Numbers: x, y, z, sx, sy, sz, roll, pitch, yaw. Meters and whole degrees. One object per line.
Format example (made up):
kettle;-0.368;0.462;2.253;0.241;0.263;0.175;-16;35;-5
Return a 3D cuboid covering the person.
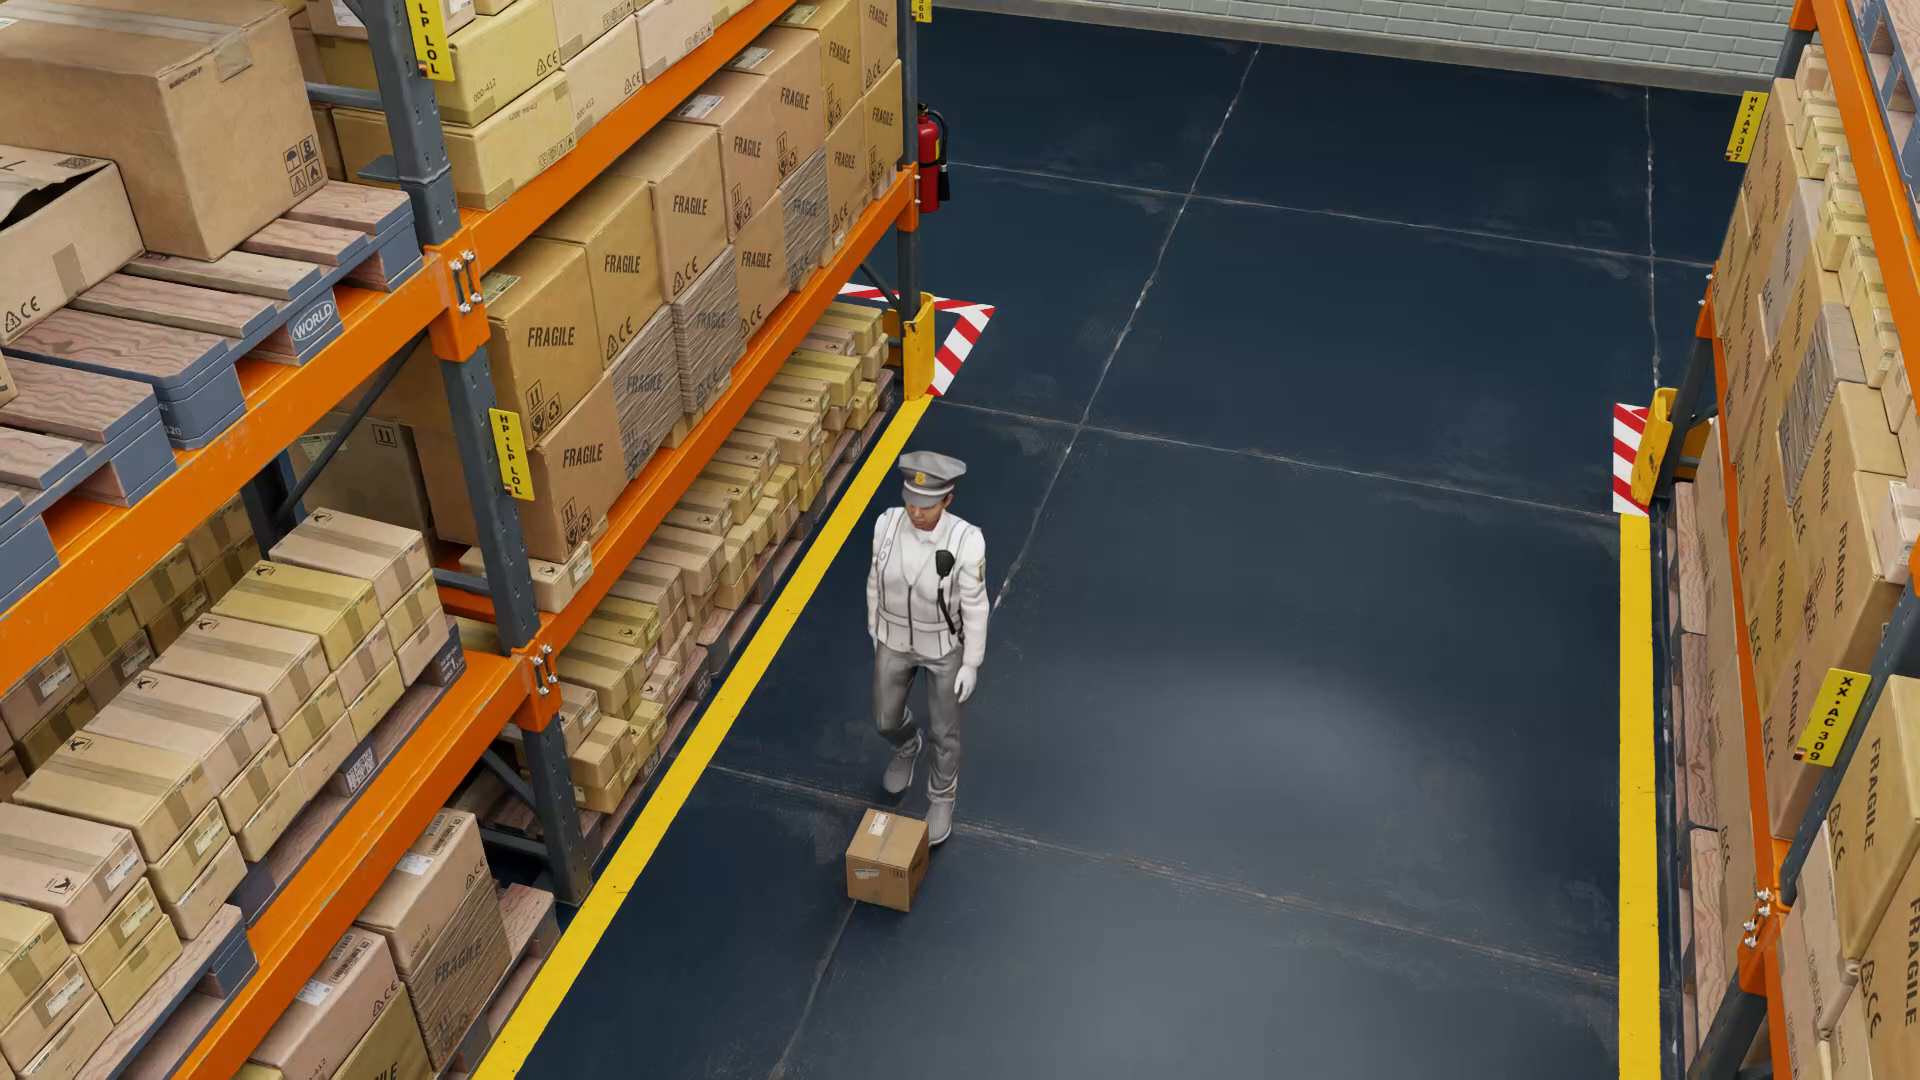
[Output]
person;-0.137;0.423;6.347;0.490;1.729;0.486;11;39;14
